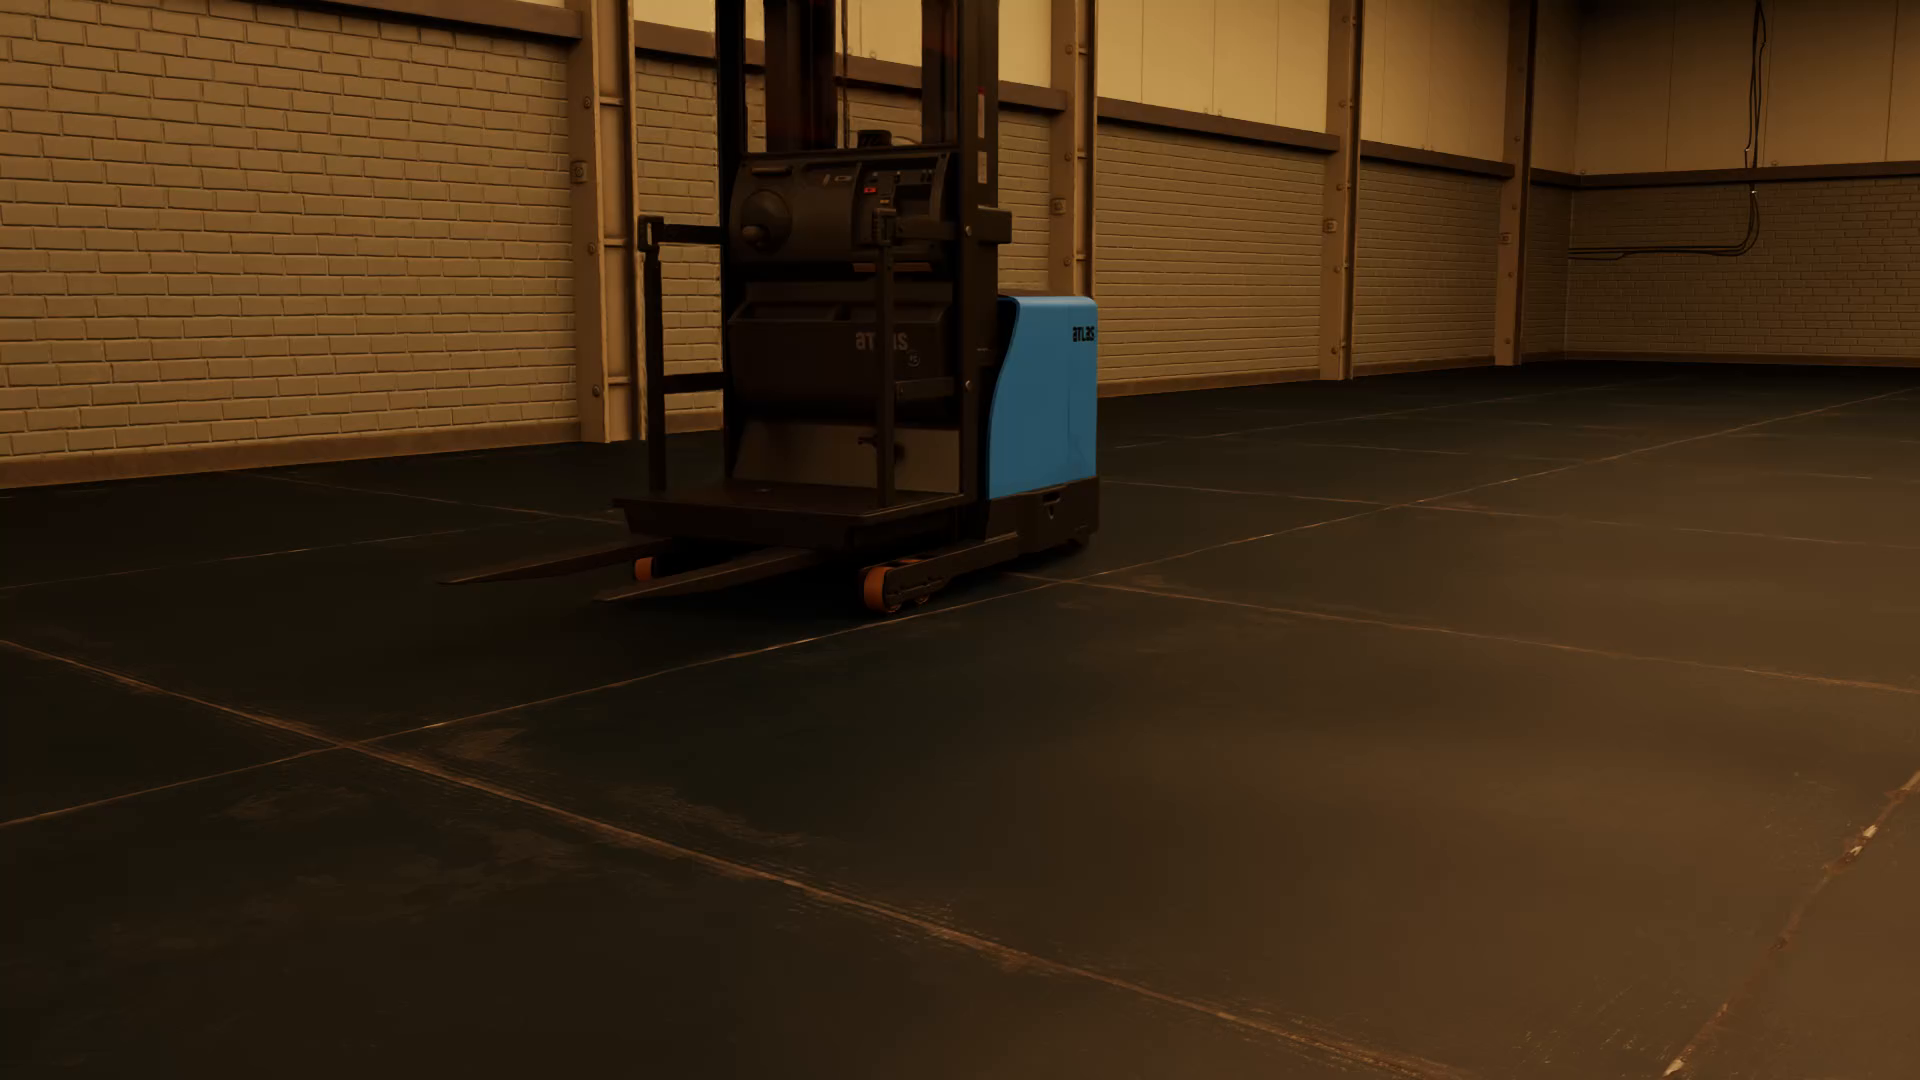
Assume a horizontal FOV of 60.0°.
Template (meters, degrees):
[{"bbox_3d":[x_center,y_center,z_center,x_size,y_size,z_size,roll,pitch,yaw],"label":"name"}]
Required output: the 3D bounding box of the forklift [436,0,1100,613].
[{"bbox_3d":[-0.556,-1.273,5.981,1.130,2.935,3.031,5,10,29],"label":"forklift"}]
